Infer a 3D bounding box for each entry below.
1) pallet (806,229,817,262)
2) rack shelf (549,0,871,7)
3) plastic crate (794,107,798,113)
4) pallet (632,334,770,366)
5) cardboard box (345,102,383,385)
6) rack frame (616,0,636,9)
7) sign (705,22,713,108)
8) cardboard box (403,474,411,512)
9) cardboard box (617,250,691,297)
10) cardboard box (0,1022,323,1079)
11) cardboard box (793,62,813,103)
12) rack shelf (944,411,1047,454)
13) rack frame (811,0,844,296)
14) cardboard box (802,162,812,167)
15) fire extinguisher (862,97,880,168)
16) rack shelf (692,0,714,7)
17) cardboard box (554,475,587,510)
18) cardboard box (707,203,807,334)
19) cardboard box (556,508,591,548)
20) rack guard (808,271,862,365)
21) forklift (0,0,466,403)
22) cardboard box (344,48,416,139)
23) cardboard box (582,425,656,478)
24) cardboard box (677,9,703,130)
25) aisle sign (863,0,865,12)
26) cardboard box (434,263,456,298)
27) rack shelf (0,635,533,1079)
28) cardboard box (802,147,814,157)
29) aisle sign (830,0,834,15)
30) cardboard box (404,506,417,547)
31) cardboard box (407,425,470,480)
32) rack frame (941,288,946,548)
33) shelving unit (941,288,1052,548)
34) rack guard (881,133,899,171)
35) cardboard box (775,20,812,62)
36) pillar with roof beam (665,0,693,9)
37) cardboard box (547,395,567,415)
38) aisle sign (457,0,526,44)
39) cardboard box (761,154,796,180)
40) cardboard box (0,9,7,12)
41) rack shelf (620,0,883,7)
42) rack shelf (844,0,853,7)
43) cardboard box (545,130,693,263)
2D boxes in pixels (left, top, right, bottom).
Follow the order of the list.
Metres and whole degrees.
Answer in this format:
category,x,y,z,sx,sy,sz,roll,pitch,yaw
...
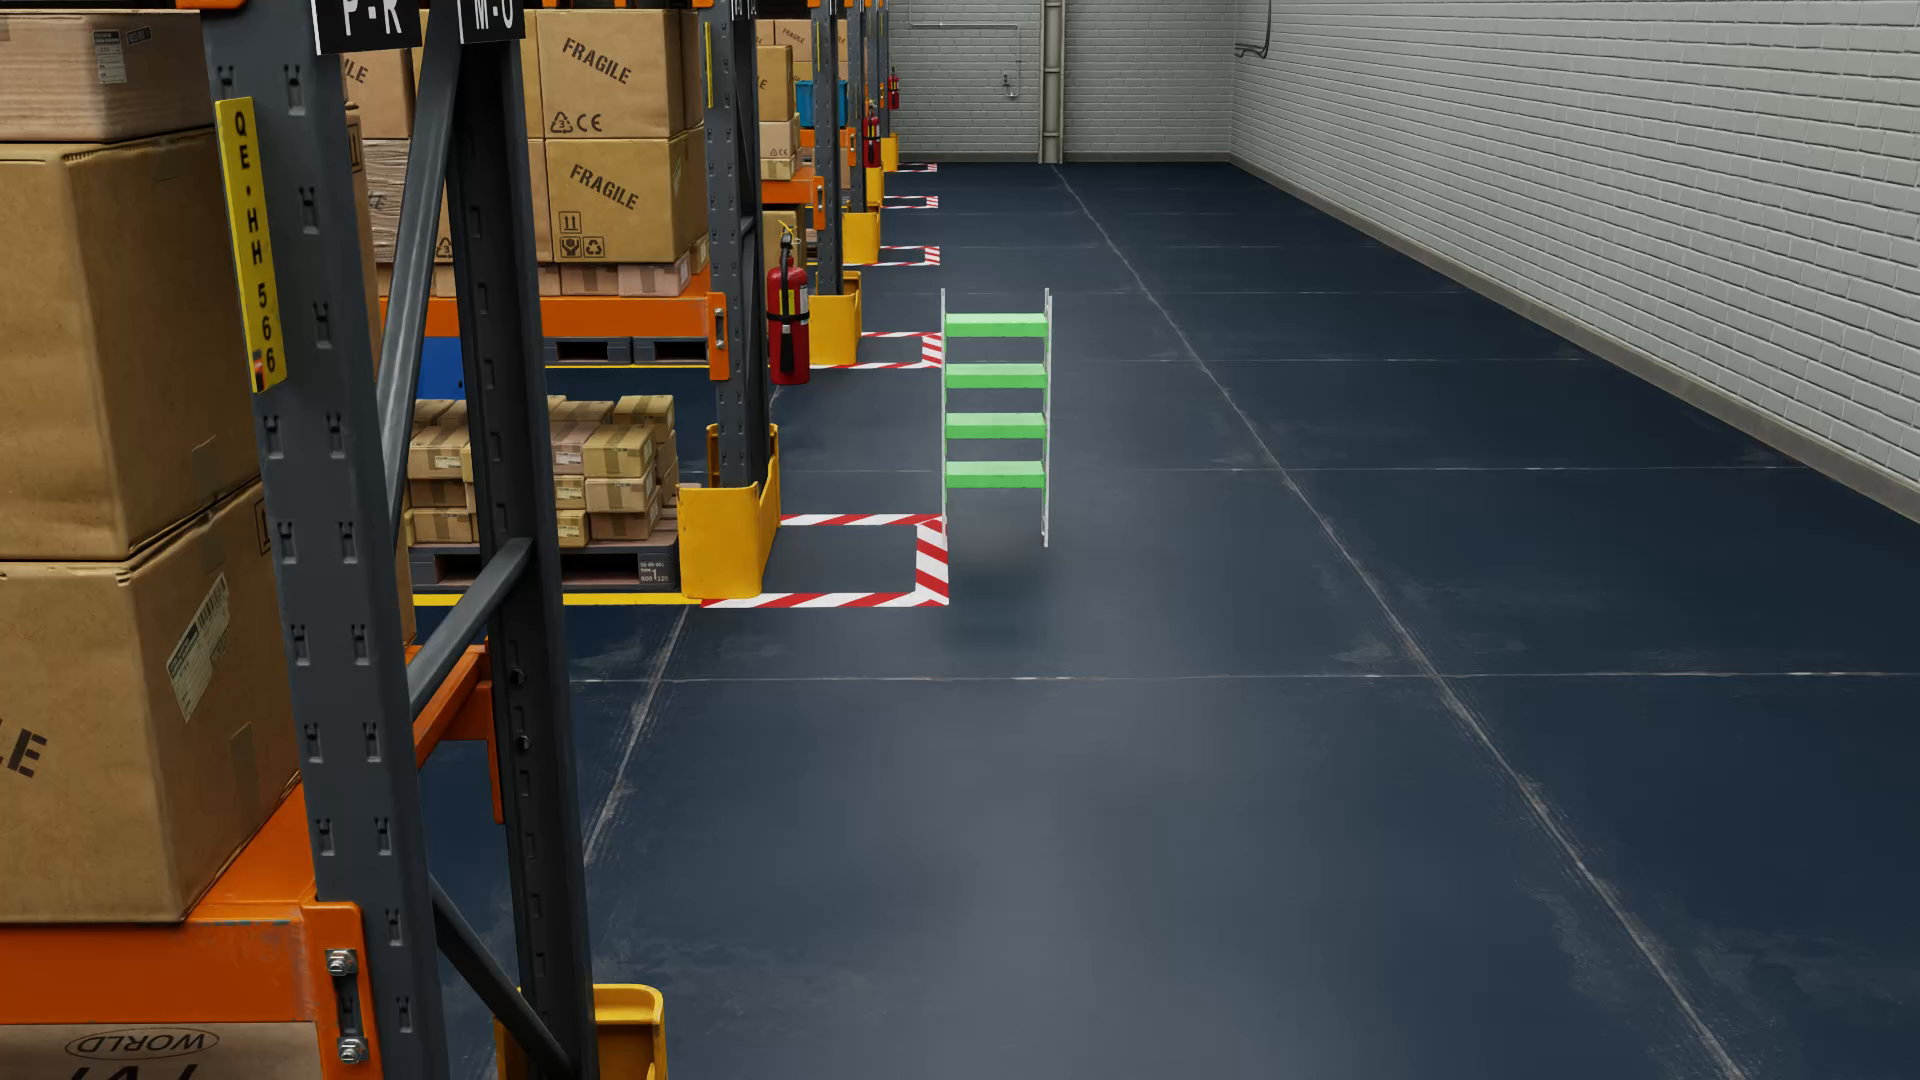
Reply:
category,x,y,z,sx,sy,sz,roll,pitch,yaw
pallet,-1.862,-3.058,17.234,1.213,0.211,1.003,0,18,-1
rack shelf,-3.111,-6.967,21.121,4.000,0.370,1.077,0,18,-1
plastic crate,-1.611,-4.404,17.199,0.298,0.136,0.250,0,18,-1
pallet,-1.757,-1.509,12.408,1.213,0.211,1.003,0,18,-1
cardboard box,-1.287,-0.447,2.729,0.500,0.500,0.500,-1,18,-2
rack frame,-5.193,-7.384,26.156,0.127,3.000,1.000,0,18,-1
sign,-0.993,-1.882,6.590,0.005,0.325,0.100,0,18,-1
cardboard box,-2.542,-0.235,7.361,0.250,0.149,0.380,0,18,0
cardboard box,-1.303,-1.142,7.109,0.250,0.149,0.380,0,18,-1
cardboard box,-1.461,1.215,2.855,0.875,0.438,0.875,-1,18,-3
cardboard box,-2.074,-5.849,21.208,0.500,0.500,0.500,0,18,0
rack shelf,0.166,-0.511,7.886,0.480,0.148,0.258,0,18,-1
rack frame,-0.959,-2.865,12.068,0.127,3.000,1.000,0,18,-1
cardboard box,-2.160,-4.872,22.107,0.500,0.250,0.500,0,18,-1
fire extinguisher,-0.879,-4.025,16.422,0.183,0.674,0.296,0,18,-1
rack shelf,-2.981,-2.426,6.966,4.000,0.370,1.077,0,18,-1
cardboard box,-1.767,-0.259,7.438,0.250,0.149,0.380,-1,18,-2
cardboard box,-1.598,-2.026,12.243,0.875,0.875,0.875,0,18,-1
cardboard box,-1.760,-0.094,7.409,0.250,0.149,0.380,0,18,1
rack guard,-0.935,-1.675,12.450,0.348,0.500,1.175,0,18,-1
forklift,-4.229,-1.789,8.826,3.031,2.935,1.130,1,18,4
cardboard box,-2.462,-1.929,6.863,0.500,0.500,0.500,1,18,2
cardboard box,-1.507,-0.395,7.375,0.250,0.149,0.380,0,18,0
cardboard box,-1.435,-2.094,7.377,0.500,0.500,0.500,0,18,-1
aisle sign,-0.970,-5.707,16.671,0.004,0.787,0.394,0,18,-1
cardboard box,-2.058,-1.138,7.096,0.250,0.149,0.380,0,18,1
rack shelf,-2.802,0.514,2.713,4.000,0.370,1.077,0,18,-1
cardboard box,-2.392,-6.377,26.420,0.500,0.500,0.700,0,18,-1
aisle sign,-0.882,-4.012,11.386,0.004,0.787,0.394,0,18,-1
cardboard box,-2.527,-0.093,7.407,0.250,0.149,0.380,-1,18,-3
cardboard box,-2.276,-0.390,7.358,0.250,0.149,0.380,-1,18,-3
rack frame,-0.078,-0.571,7.863,0.015,1.200,0.240,0,18,-1
shelving unit,0.166,-0.572,7.867,0.503,1.200,0.258,0,18,-1
rack guard,-1.170,-6.213,26.598,0.348,0.500,1.175,0,18,-1
cardboard box,-2.057,-6.325,21.055,0.500,0.500,0.500,0,18,1
pillar with roof beam,-4.439,-9.194,21.975,0.400,9.000,9.100,0,18,-1
cardboard box,-2.039,-0.577,7.940,0.250,0.149,0.380,0,18,-1
aisle sign,-0.735,-1.165,2.513,0.004,0.787,0.394,0,18,-1
cardboard box,-1.310,-2.643,11.788,0.250,0.149,0.380,0,18,0
cardboard box,-4.008,-1.931,6.868,0.500,0.500,0.500,-1,18,-3
rack shelf,-3.193,-8.480,25.838,4.000,0.370,1.077,0,18,-1
rack shelf,-3.037,-5.454,16.405,4.000,0.370,1.077,0,18,-1
cardboard box,-1.427,-1.458,7.032,0.500,0.500,0.500,0,18,0
